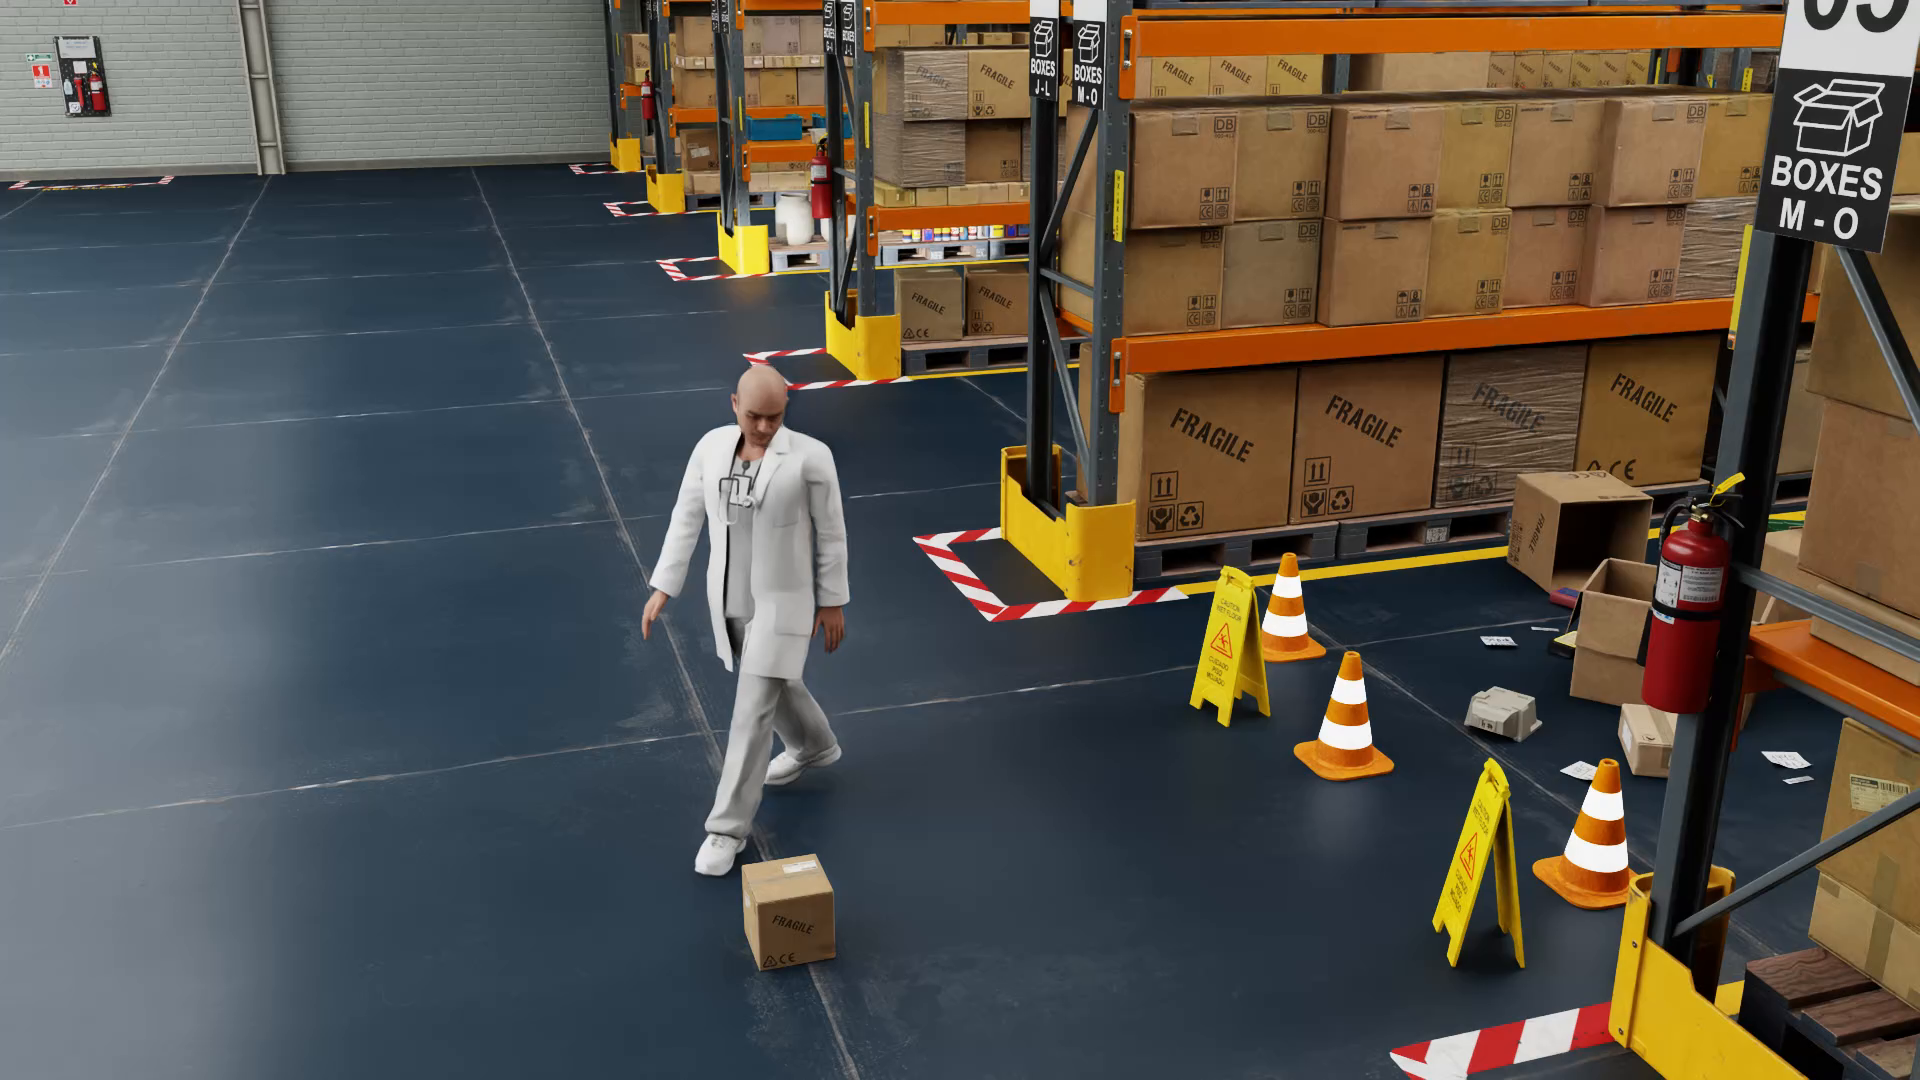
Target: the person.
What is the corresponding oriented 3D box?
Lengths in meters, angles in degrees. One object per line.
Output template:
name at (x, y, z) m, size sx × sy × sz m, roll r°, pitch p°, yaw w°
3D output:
person at (-0.757, 0.223, 5.937) m, size 0.650 × 1.742 × 1.002 m, roll 10°, pitch 22°, yaw 28°
